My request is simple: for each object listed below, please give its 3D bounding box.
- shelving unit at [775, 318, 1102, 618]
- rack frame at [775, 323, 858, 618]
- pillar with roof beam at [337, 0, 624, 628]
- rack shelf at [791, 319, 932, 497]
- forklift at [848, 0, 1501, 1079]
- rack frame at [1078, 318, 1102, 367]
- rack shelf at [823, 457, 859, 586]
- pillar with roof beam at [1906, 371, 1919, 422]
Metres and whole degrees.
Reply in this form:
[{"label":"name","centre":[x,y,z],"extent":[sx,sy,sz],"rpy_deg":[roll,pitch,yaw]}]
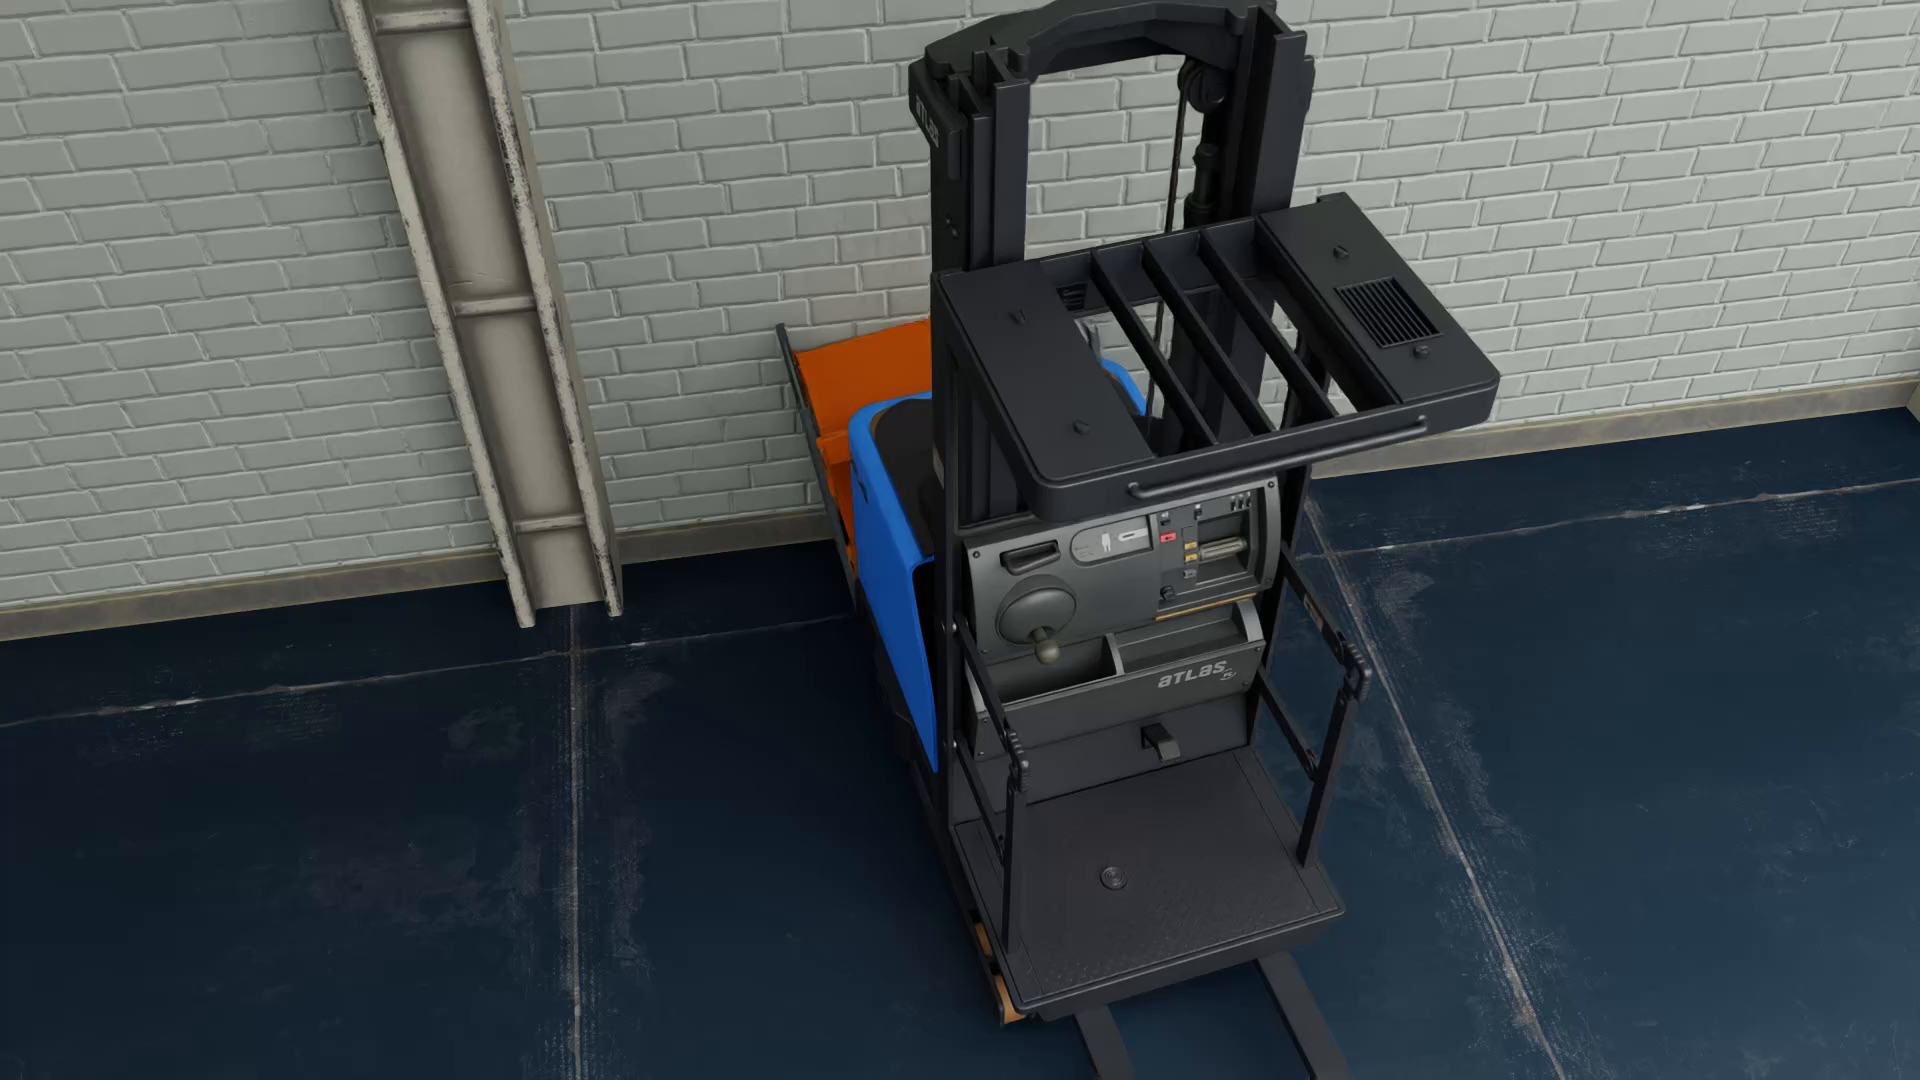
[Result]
[{"label":"shelving unit","centre":[-0.017,-0.354,6.189],"extent":[1.048,1.125,0.538],"rpy_deg":[-16,46,-5]},{"label":"rack frame","centre":[-0.504,-0.215,6.149],"extent":[0.032,1.125,0.500],"rpy_deg":[-16,46,-5]},{"label":"pillar with roof beam","centre":[-0.798,0.139,0.367],"extent":[0.400,9.000,9.100],"rpy_deg":[-7,46,-7]},{"label":"rack shelf","centre":[-0.057,-0.556,5.981],"extent":[1.000,0.278,0.538],"rpy_deg":[-16,46,-5]},{"label":"forklift","centre":[0.539,0.176,4.545],"extent":[1.130,2.935,3.031],"rpy_deg":[-13,48,-12]},{"label":"rack frame","centre":[0.470,-0.493,6.230],"extent":[0.032,1.125,0.500],"rpy_deg":[-16,46,-5]},{"label":"rack shelf","centre":[0.017,-0.186,6.363],"extent":[1.000,0.278,0.538],"rpy_deg":[-16,46,-5]},{"label":"pillar with roof beam","centre":[5.114,-0.598,1.077],"extent":[0.400,9.000,9.100],"rpy_deg":[-7,46,-7]}]
